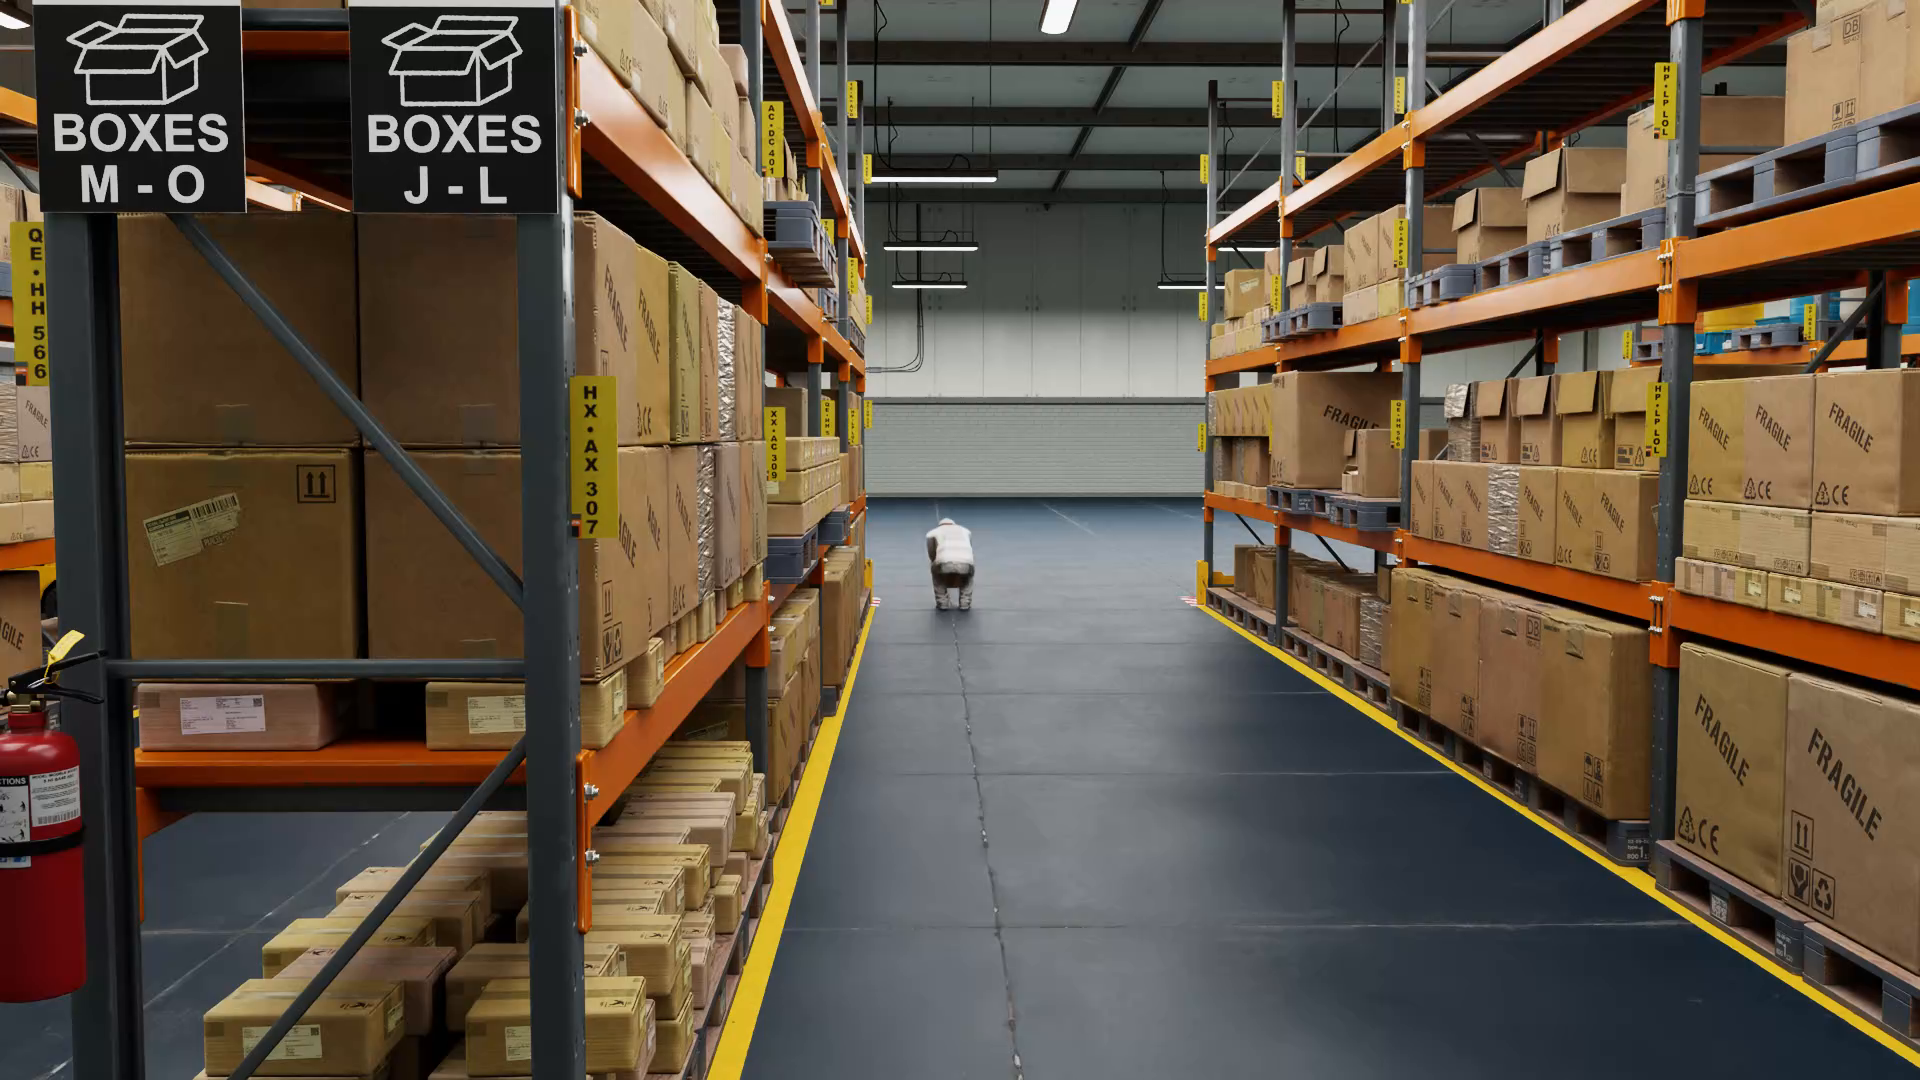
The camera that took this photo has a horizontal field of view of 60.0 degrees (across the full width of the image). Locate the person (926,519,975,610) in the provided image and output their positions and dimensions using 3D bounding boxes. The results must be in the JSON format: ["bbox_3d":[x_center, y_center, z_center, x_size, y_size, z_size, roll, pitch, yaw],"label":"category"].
[{"bbox_3d":[-0.109,0.274,18.909,0.555,1.001,0.926,0,4,-3],"label":"person"}]
